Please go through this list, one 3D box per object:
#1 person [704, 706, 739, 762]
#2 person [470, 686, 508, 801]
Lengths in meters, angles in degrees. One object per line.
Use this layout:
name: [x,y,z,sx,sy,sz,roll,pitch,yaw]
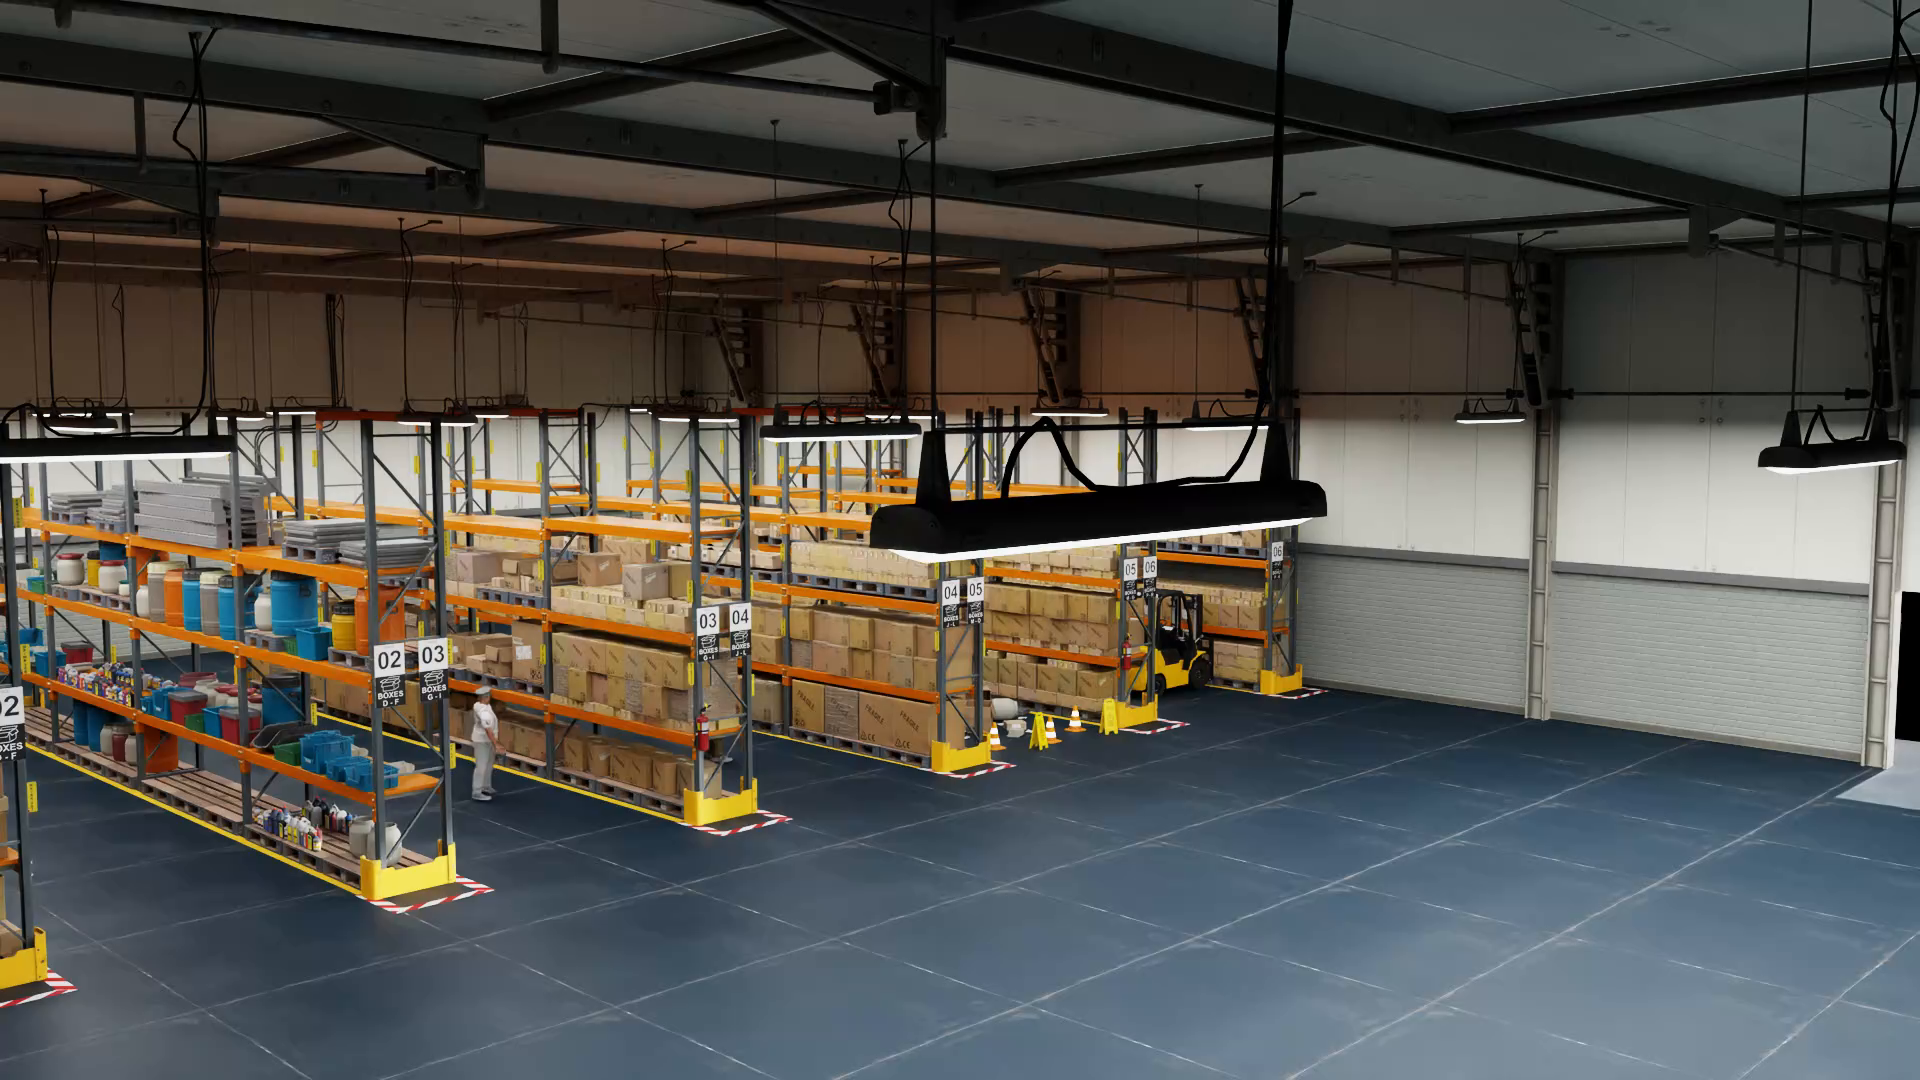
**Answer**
person: [-4.112,2.931,28.586,0.558,1.825,0.710,-2,5,-19]
person: [-7.381,3.181,26.054,0.589,1.796,0.726,-1,5,-15]
